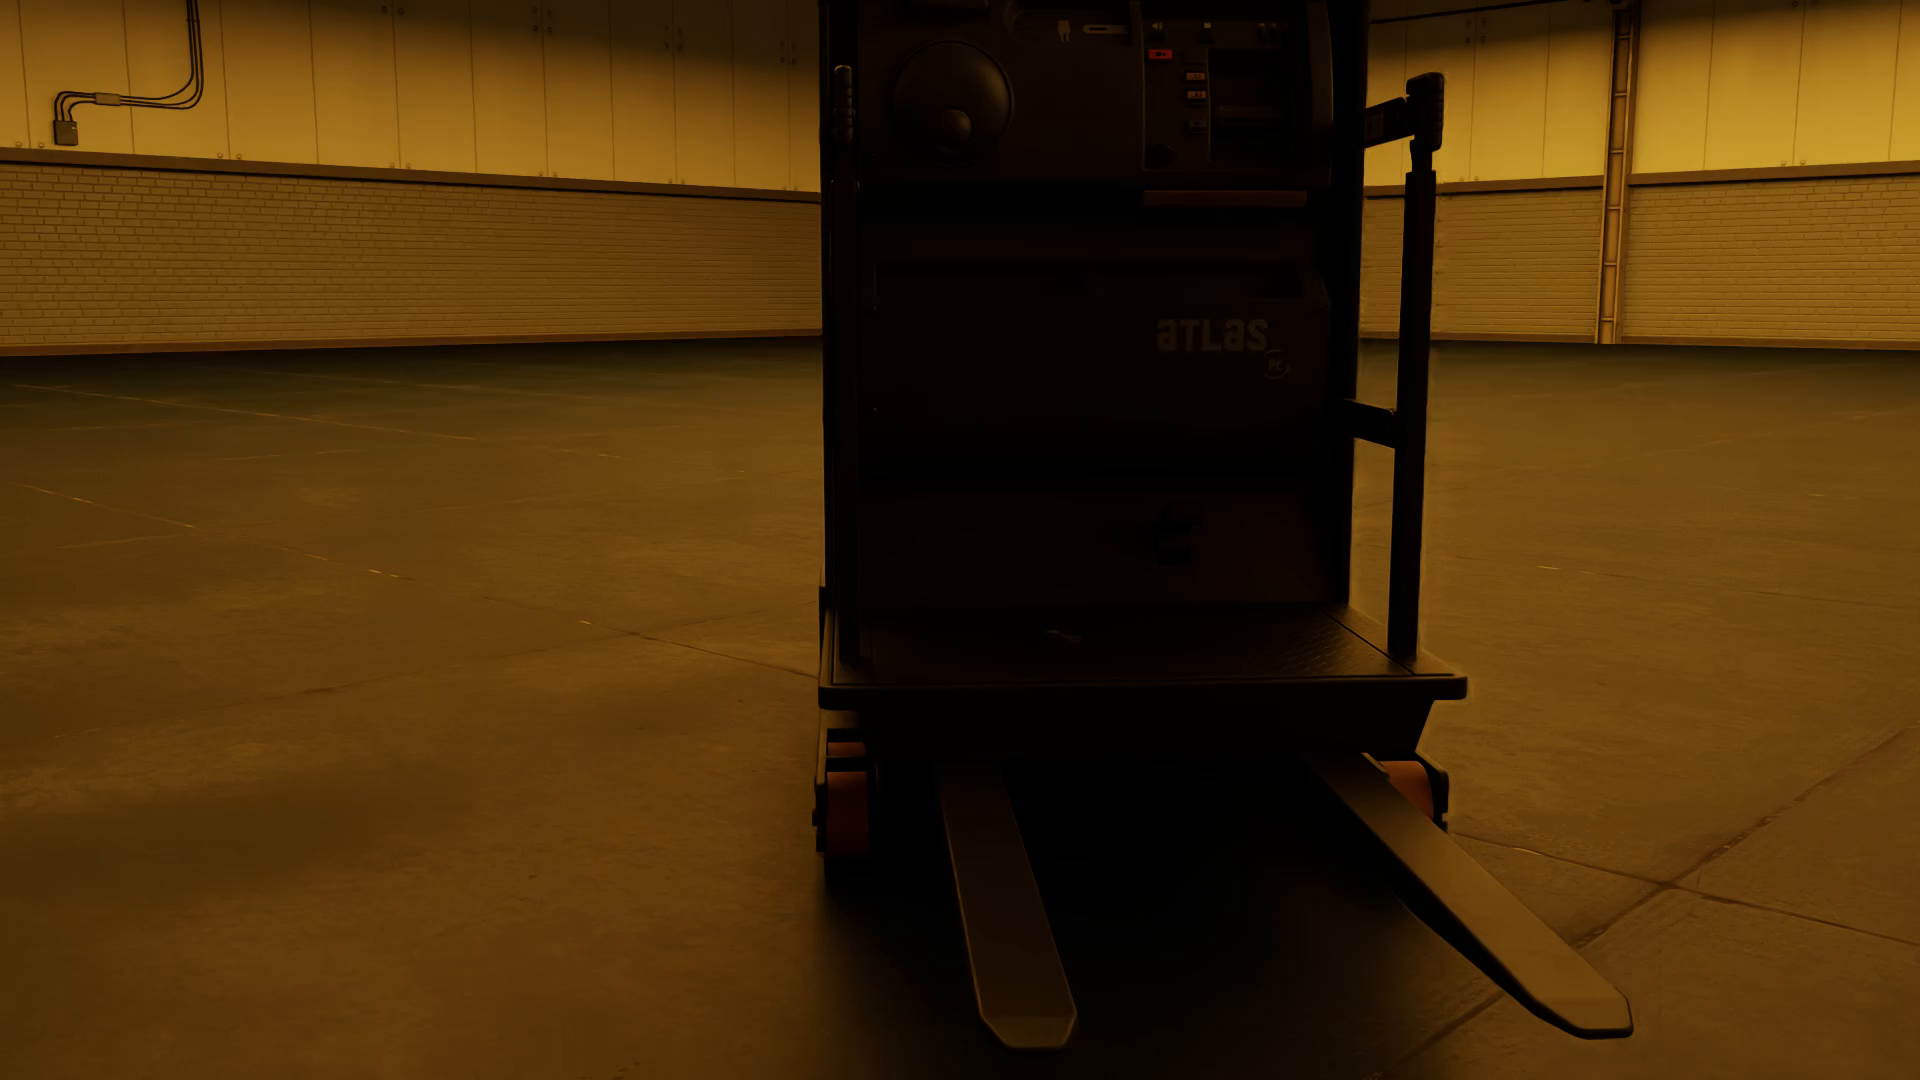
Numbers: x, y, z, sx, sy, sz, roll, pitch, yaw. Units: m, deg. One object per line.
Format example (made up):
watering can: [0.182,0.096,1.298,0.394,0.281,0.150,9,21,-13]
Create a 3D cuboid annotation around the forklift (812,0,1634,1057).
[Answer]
forklift: [0.281,-0.930,3.047,1.130,2.935,3.031,-1,9,-4]
